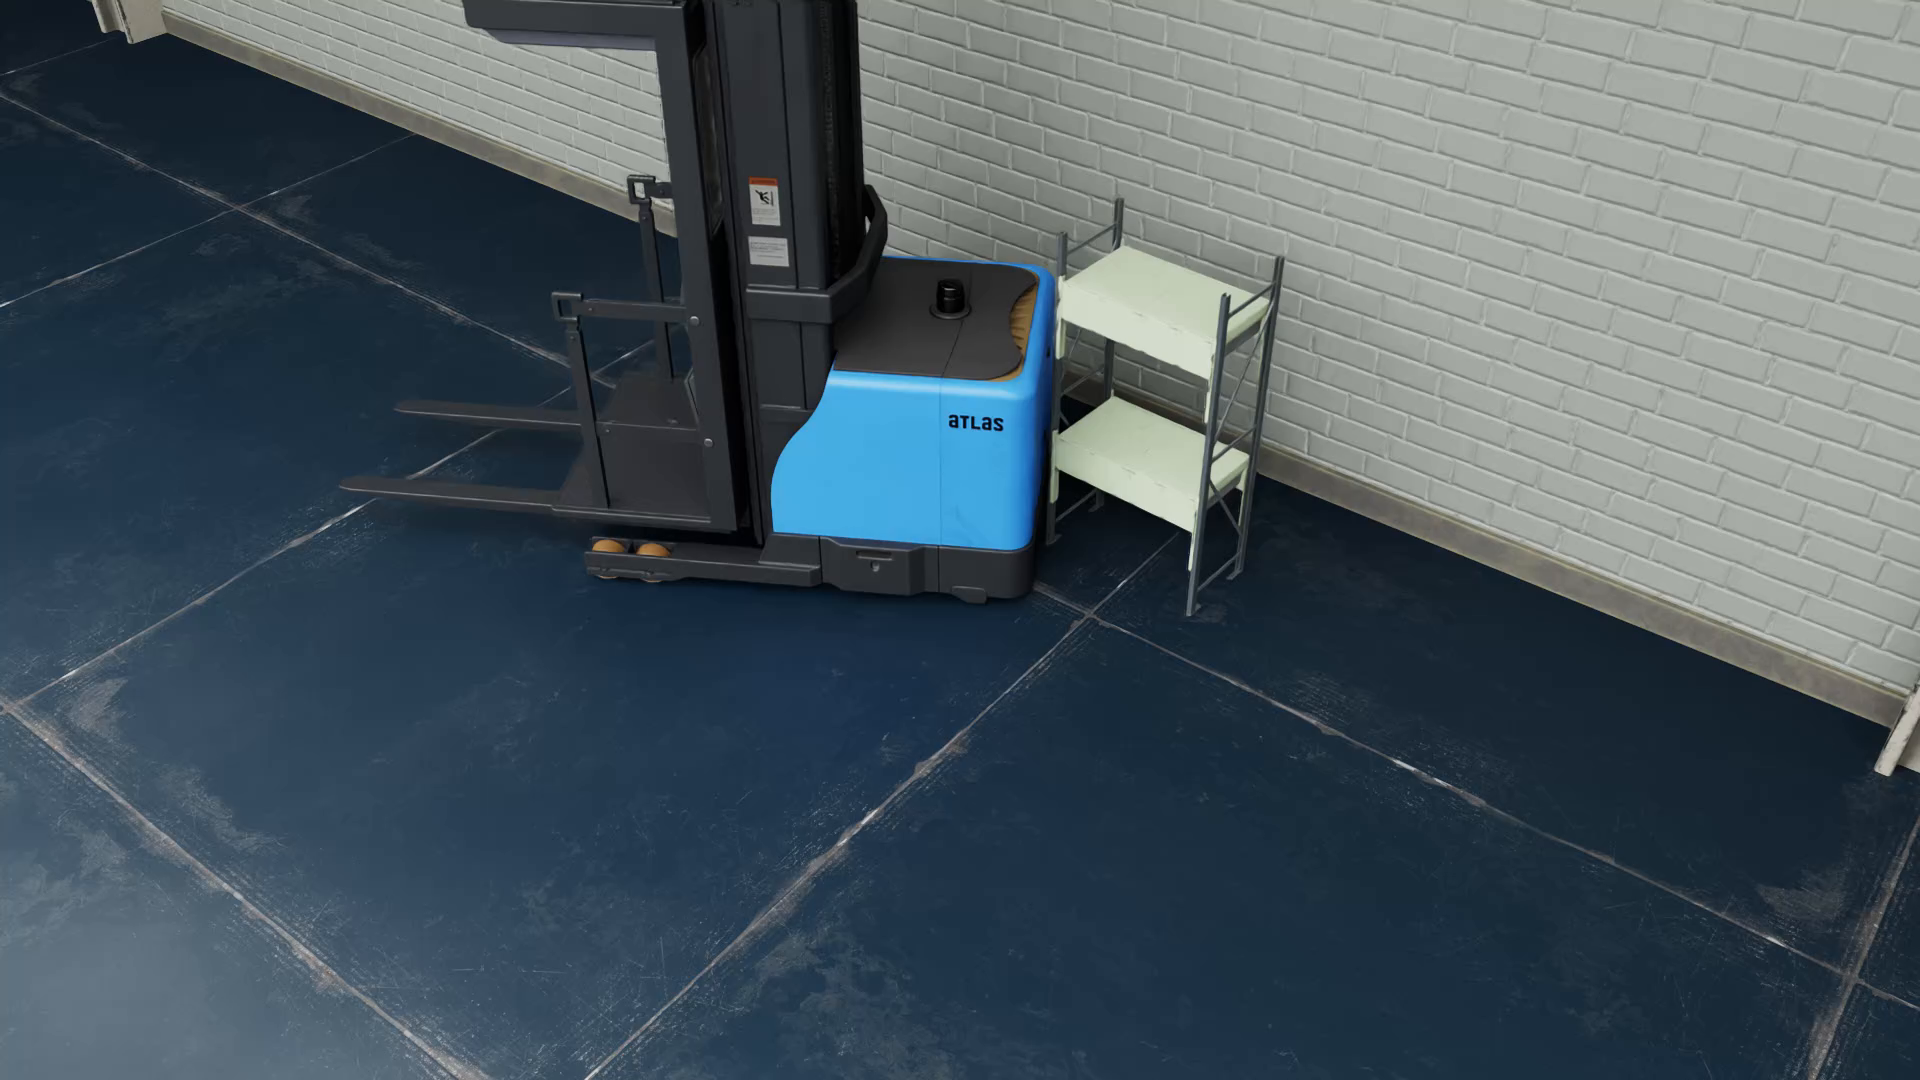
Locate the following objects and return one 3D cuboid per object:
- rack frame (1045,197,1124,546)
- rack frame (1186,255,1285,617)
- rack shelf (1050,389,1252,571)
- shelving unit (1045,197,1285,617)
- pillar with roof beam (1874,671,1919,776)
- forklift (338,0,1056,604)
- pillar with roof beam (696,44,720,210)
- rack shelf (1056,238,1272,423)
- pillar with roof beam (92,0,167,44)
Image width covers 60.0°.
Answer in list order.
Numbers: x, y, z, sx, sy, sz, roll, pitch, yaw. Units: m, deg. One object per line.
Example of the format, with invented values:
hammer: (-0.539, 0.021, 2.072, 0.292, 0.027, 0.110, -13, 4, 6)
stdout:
rack frame: (0.509, -0.661, 6.878, 0.023, 1.500, 0.400, 28, 46, 31)
rack frame: (1.068, -0.370, 6.506, 0.023, 1.500, 0.400, 28, 46, 31)
rack shelf: (0.788, -0.259, 6.893, 0.720, 0.370, 0.431, 28, 46, 31)
shelving unit: (0.788, -0.516, 6.692, 0.755, 1.500, 0.431, 28, 46, 31)
pillar with roof beam: (1.020, -0.584, 0.696, 0.400, 9.000, 9.100, 25, 45, 29)
forklift: (-1.144, -1.291, 6.521, 3.031, 2.935, 1.130, 5, 38, 6)
pillar with roof beam: (-3.746, -2.831, 3.566, 0.400, 9.000, 9.100, 25, 45, 29)
rack shelf: (0.788, -0.823, 6.452, 0.720, 0.370, 0.431, 28, 46, 31)
pillar with roof beam: (-8.512, -5.078, 6.436, 0.400, 9.000, 9.100, 25, 45, 29)
